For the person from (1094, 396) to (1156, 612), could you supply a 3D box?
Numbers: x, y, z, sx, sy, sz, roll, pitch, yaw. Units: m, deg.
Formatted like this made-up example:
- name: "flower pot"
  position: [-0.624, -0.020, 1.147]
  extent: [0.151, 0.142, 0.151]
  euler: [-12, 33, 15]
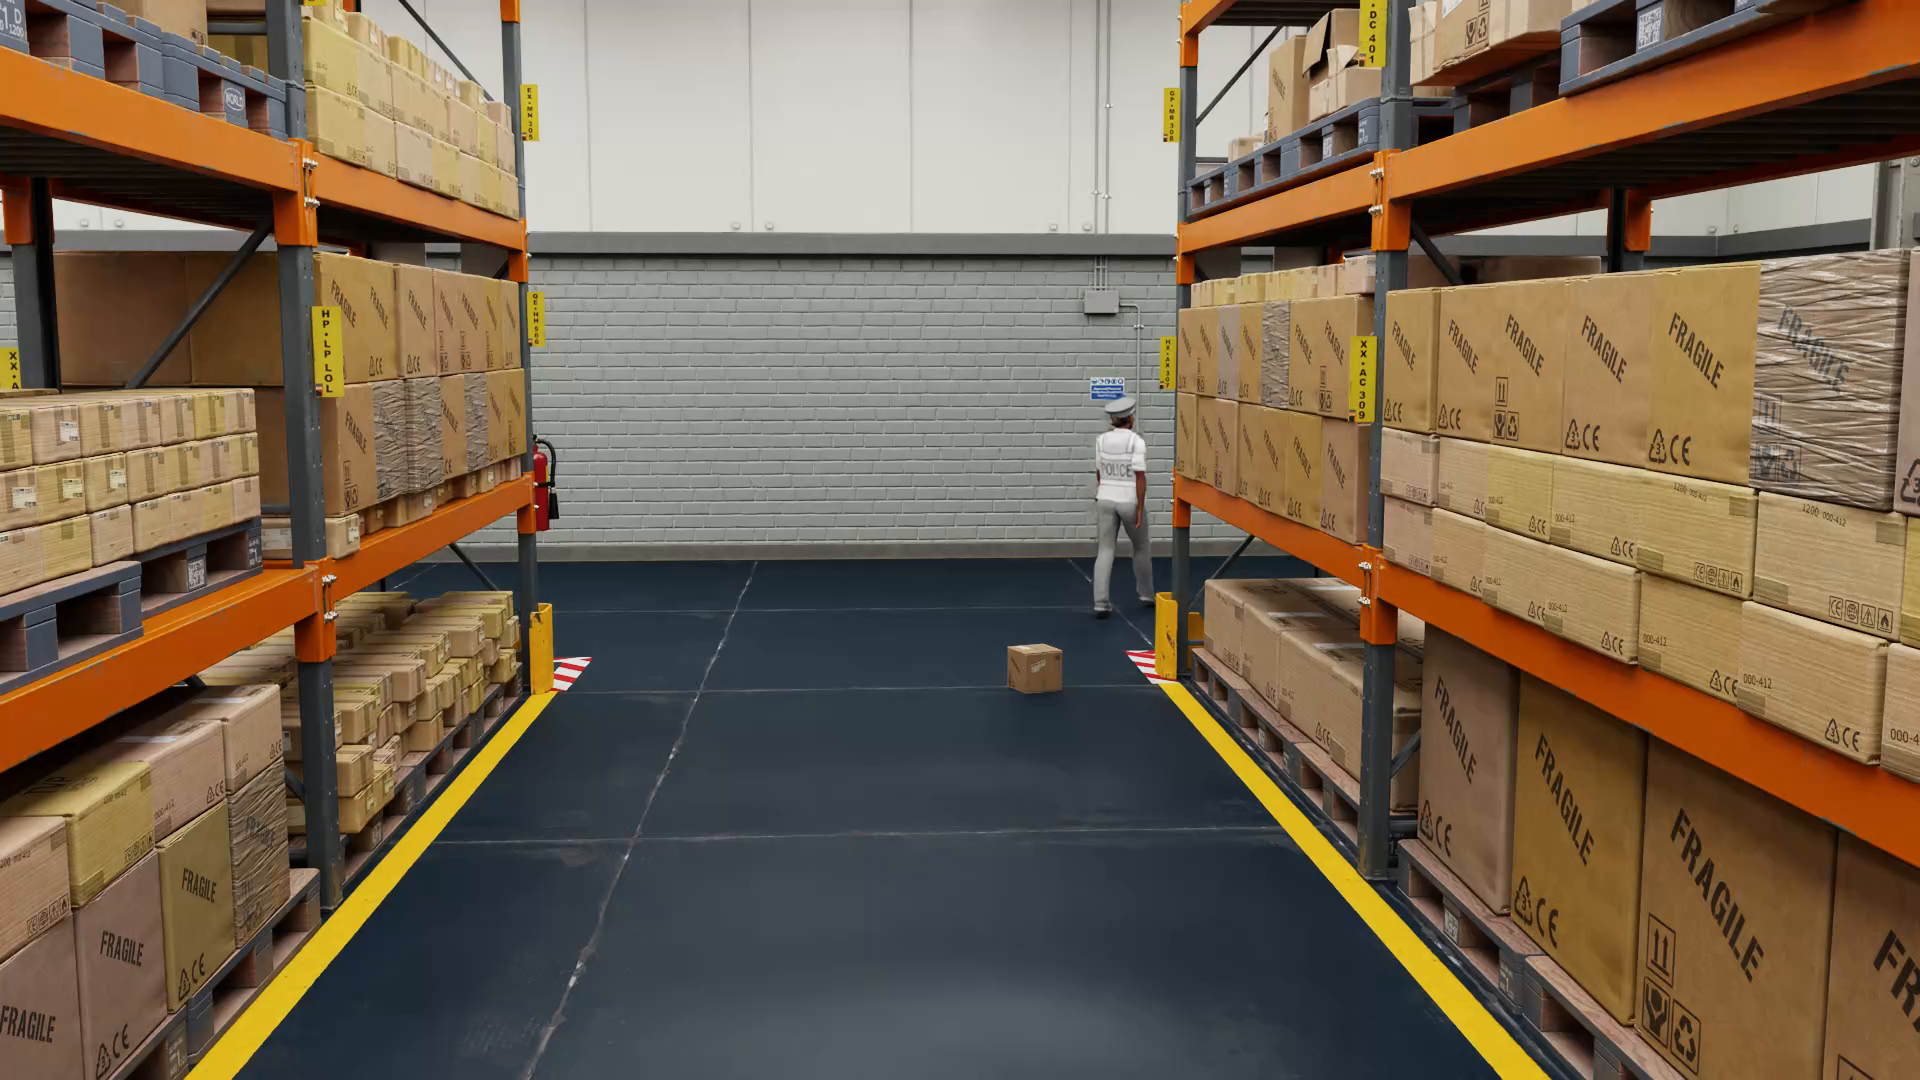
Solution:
- name: "person"
  position: [1.282, -0.287, 12.905]
  extent: [0.458, 1.653, 0.924]
  euler: [3, 8, 25]
